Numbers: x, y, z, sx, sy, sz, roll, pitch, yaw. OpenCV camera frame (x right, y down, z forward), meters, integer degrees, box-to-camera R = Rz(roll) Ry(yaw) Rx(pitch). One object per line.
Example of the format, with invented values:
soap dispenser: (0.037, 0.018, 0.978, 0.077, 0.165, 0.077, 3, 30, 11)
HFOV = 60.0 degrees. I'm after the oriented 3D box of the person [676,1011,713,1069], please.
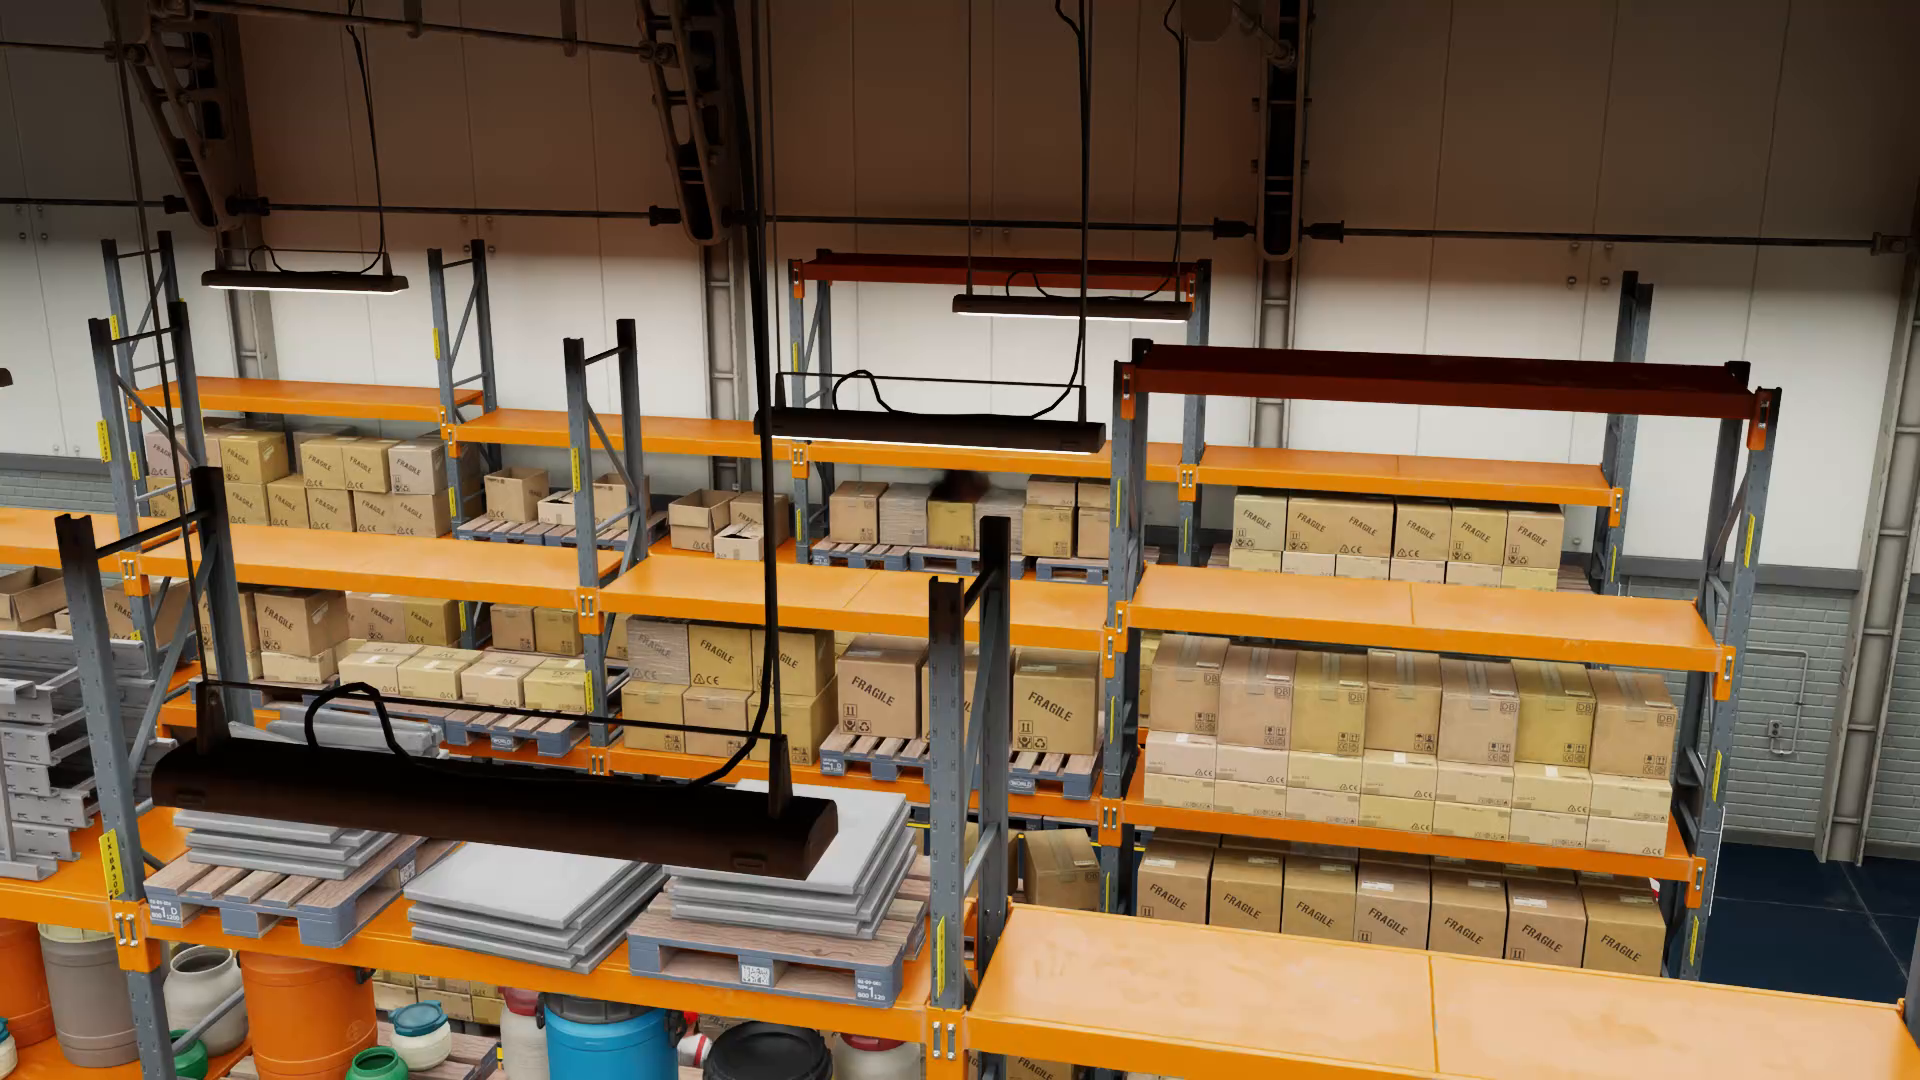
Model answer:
person: (-1.909, 3.944, 11.711, 0.614, 1.788, 0.489, 9, 19, 29)
